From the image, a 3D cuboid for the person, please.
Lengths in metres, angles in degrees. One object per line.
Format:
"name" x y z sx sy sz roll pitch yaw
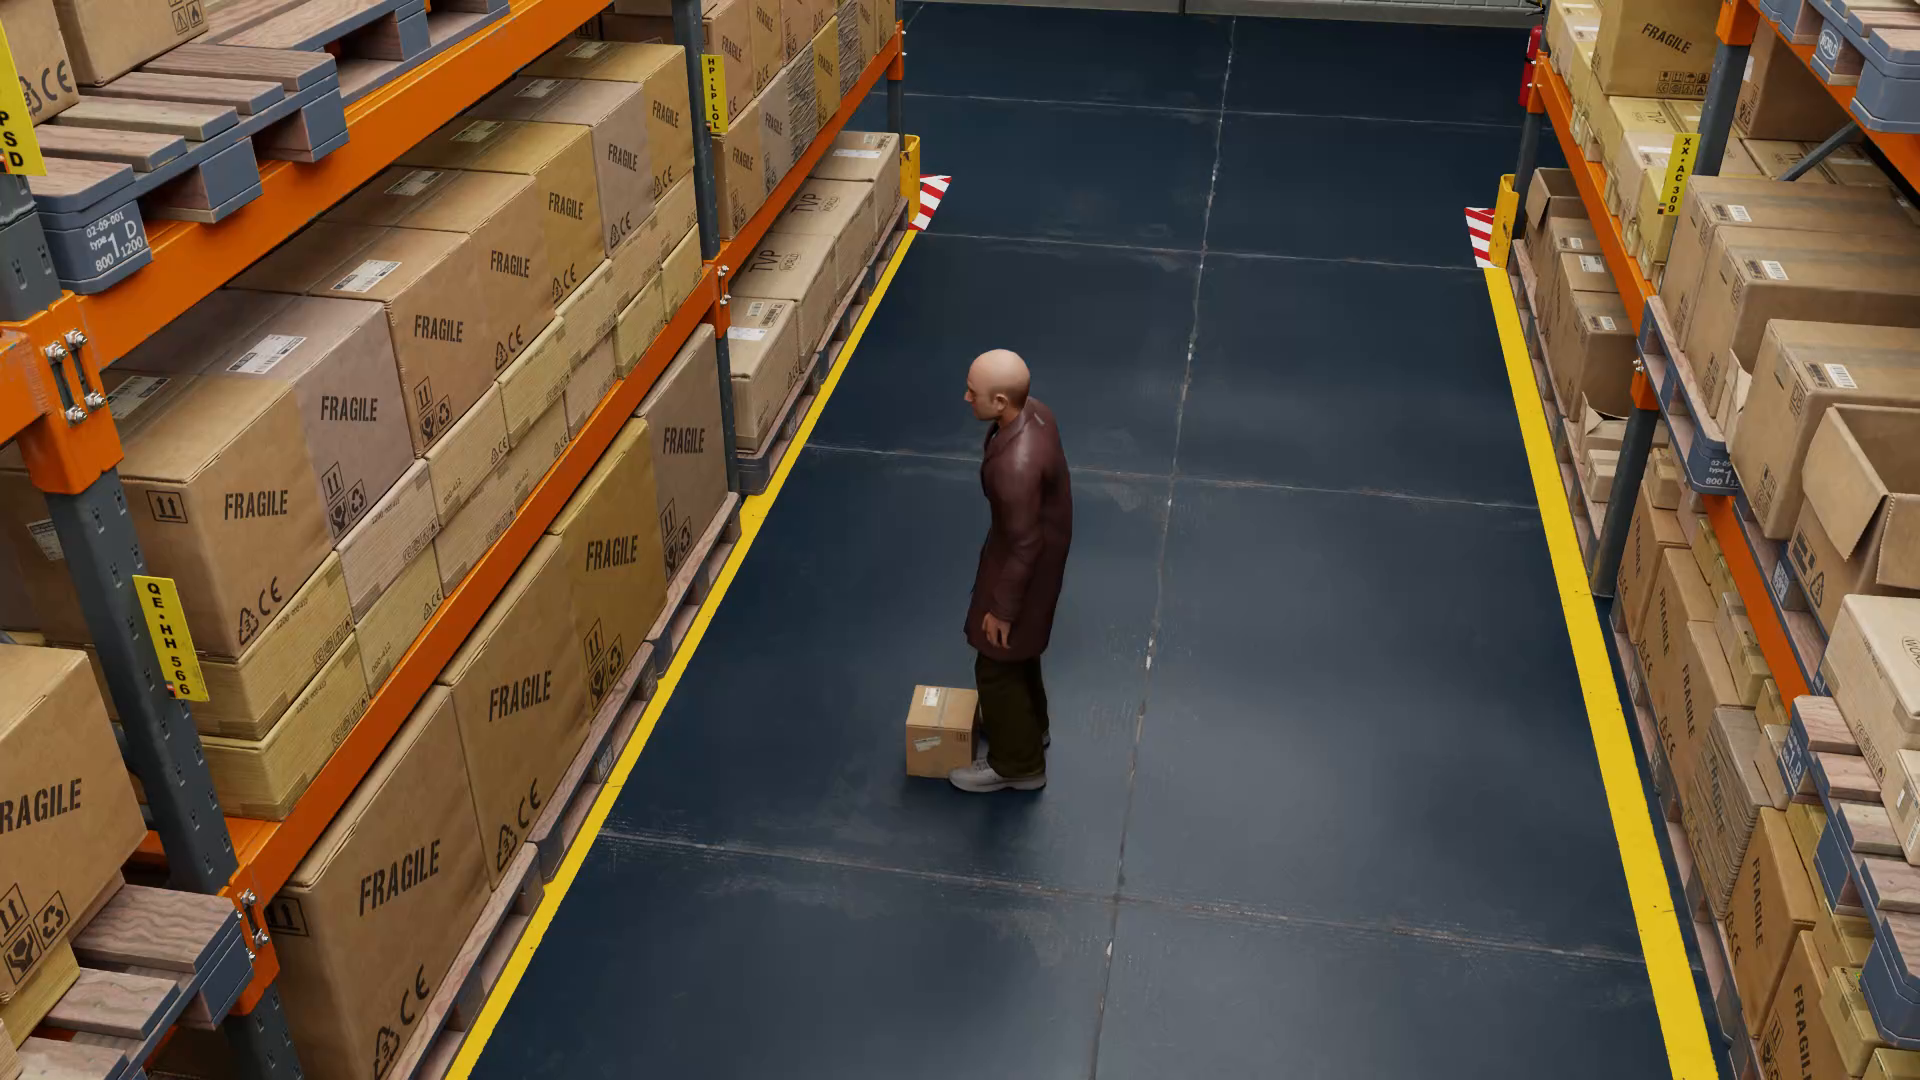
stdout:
"person" 0.182 0.203 6.005 0.428 1.584 0.650 3 32 5
